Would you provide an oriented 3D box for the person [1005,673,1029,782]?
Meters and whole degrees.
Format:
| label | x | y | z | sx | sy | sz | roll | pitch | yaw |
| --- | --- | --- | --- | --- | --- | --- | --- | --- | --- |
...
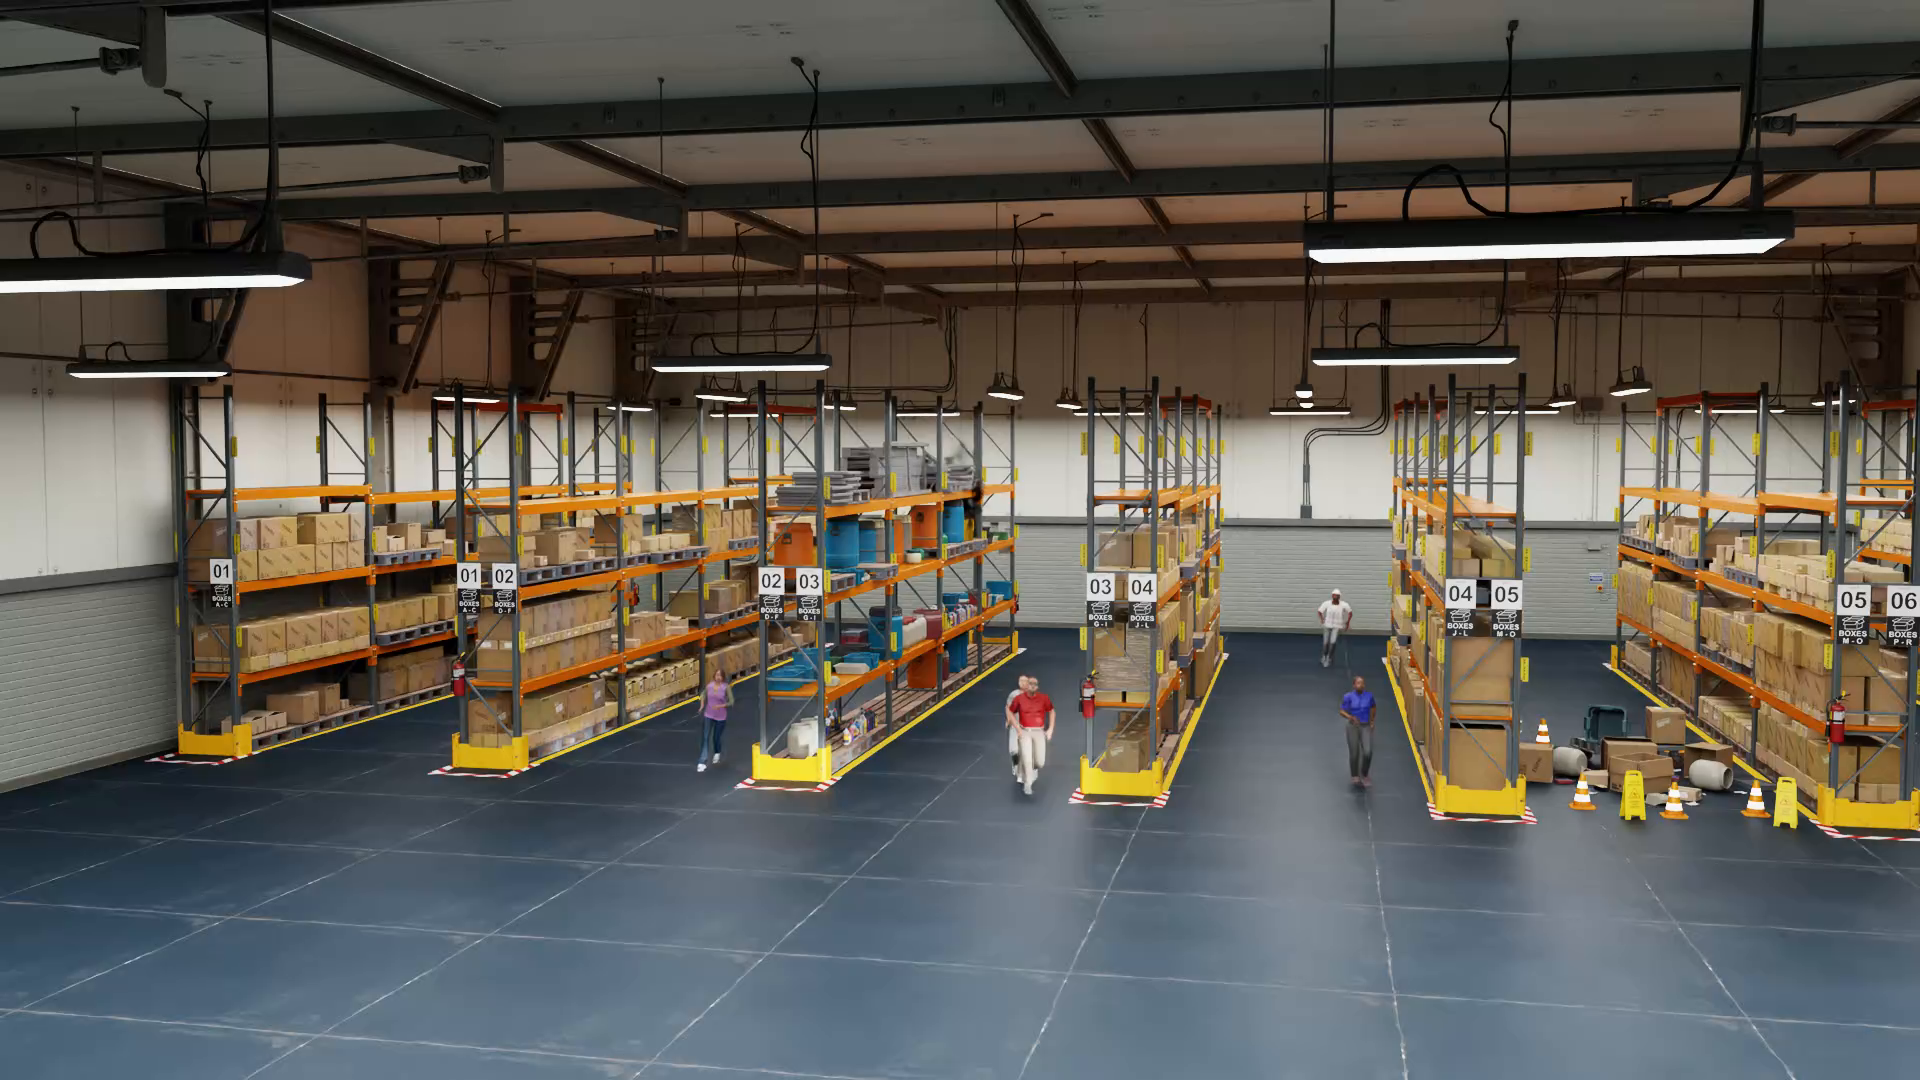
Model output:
| label | x | y | z | sx | sy | sz | roll | pitch | yaw |
| --- | --- | --- | --- | --- | --- | --- | --- | --- | --- |
| person | 0.917 | 2.799 | 24.804 | 0.542 | 1.619 | 0.520 | 1 | 3 | 10 |

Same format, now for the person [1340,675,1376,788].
| label | x | y | z | sx | sy | sz | roll | pitch | yaw |
| --- | --- | --- | --- | --- | --- | --- | --- | --- | --- |
| person | 5.869 | 2.824 | 24.460 | 0.564 | 1.648 | 0.675 | 0 | 3 | 5 |

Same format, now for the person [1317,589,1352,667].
| label | x | y | z | sx | sy | sz | roll | pitch | yaw |
| --- | --- | --- | --- | --- | --- | --- | --- | --- | --- |
| person | 8.542 | 2.014 | 38.026 | 0.759 | 1.791 | 0.683 | 1 | 4 | 24 |

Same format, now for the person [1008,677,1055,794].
| label | x | y | z | sx | sy | sz | roll | pitch | yaw |
| --- | --- | --- | --- | --- | --- | --- | --- | --- | --- |
| person | 1.039 | 2.817 | 24.215 | 0.690 | 1.678 | 0.625 | 0 | 3 | -5 |

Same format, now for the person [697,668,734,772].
| label | x | y | z | sx | sy | sz | roll | pitch | yaw |
| --- | --- | --- | --- | --- | --- | --- | --- | --- | --- |
| person | -3.757 | 2.740 | 25.646 | 0.569 | 1.550 | 0.930 | 0 | 3 | 5 |
